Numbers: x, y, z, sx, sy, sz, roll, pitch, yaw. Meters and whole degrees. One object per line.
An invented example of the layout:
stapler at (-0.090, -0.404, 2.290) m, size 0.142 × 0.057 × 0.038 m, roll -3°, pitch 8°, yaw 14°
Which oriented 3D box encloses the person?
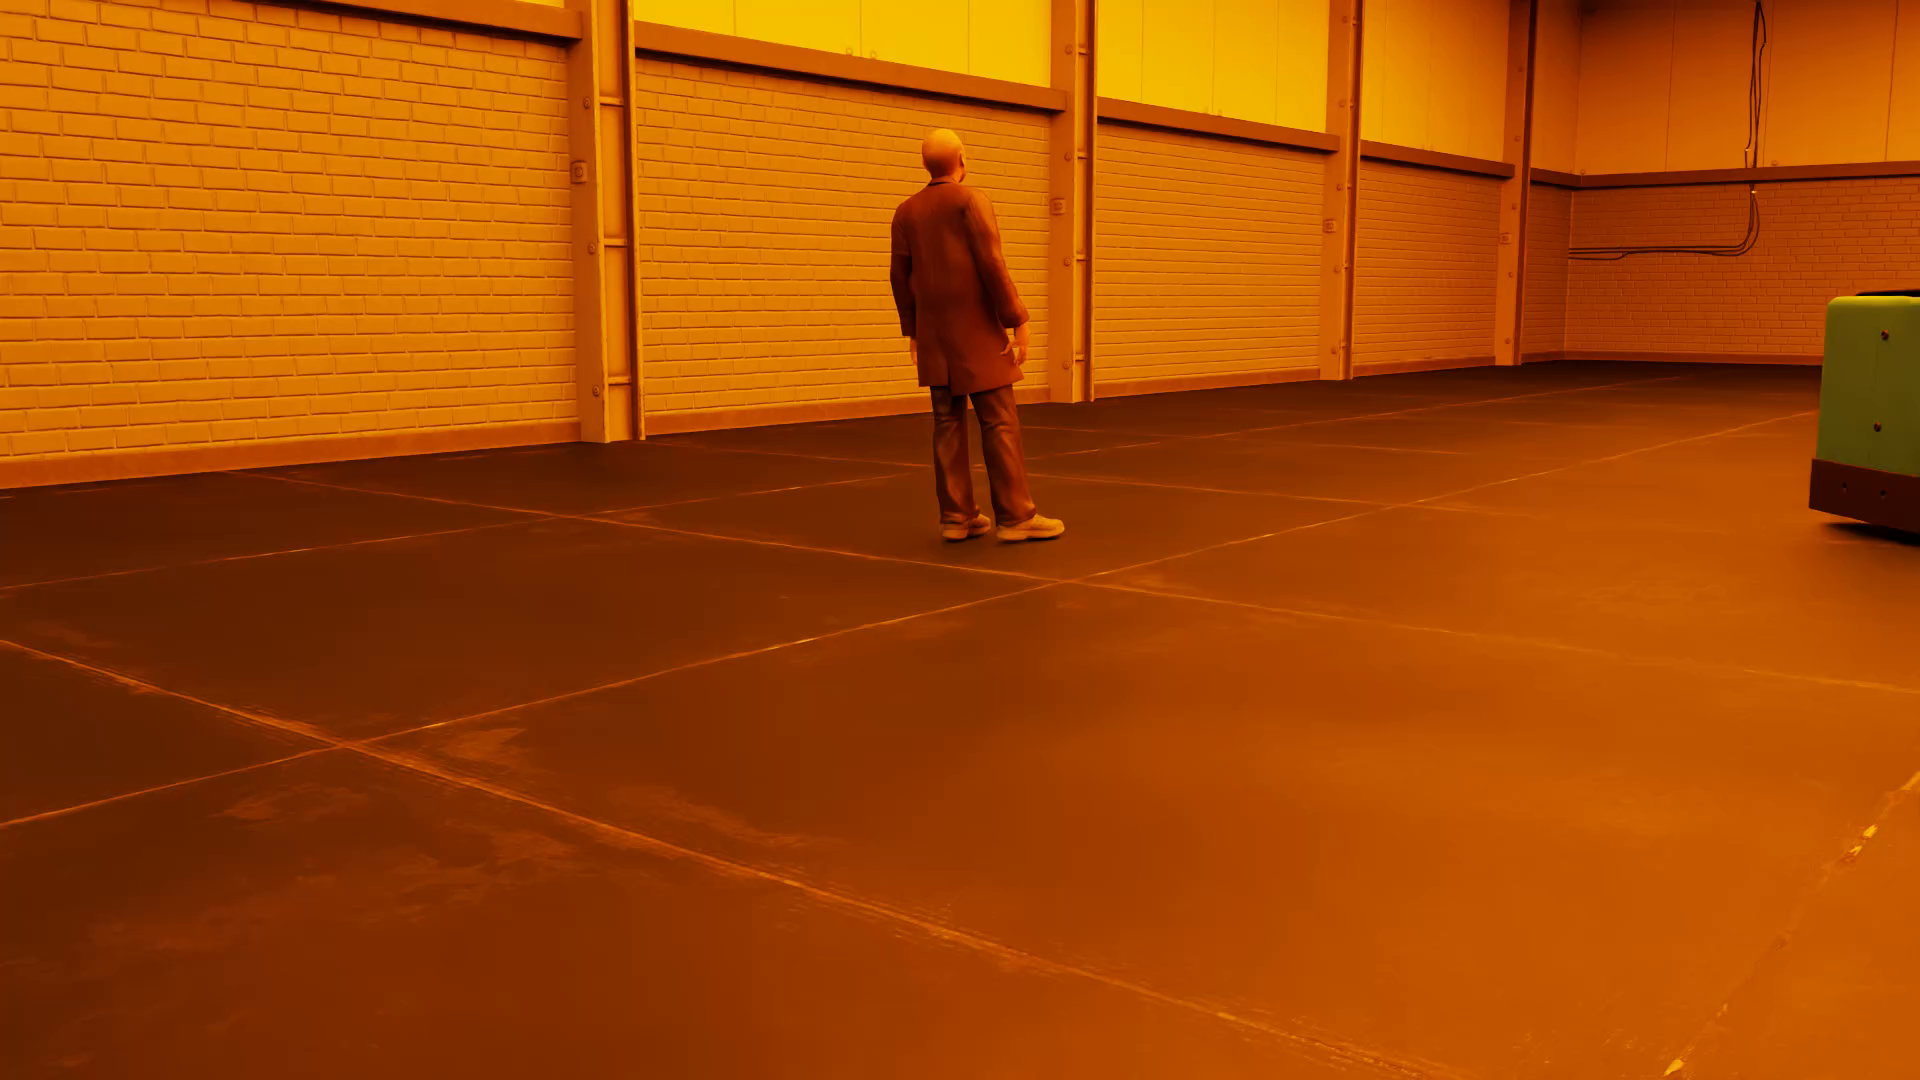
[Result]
person at (0.061, -0.896, 7.342) m, size 0.696 × 1.775 × 0.582 m, roll 7°, pitch 11°, yaw 38°

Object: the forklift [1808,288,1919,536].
forklift at (5.578, -1.472, 7.343) m, size 3.031 × 2.935 × 1.130 m, roll 0°, pitch 8°, yaw -2°
